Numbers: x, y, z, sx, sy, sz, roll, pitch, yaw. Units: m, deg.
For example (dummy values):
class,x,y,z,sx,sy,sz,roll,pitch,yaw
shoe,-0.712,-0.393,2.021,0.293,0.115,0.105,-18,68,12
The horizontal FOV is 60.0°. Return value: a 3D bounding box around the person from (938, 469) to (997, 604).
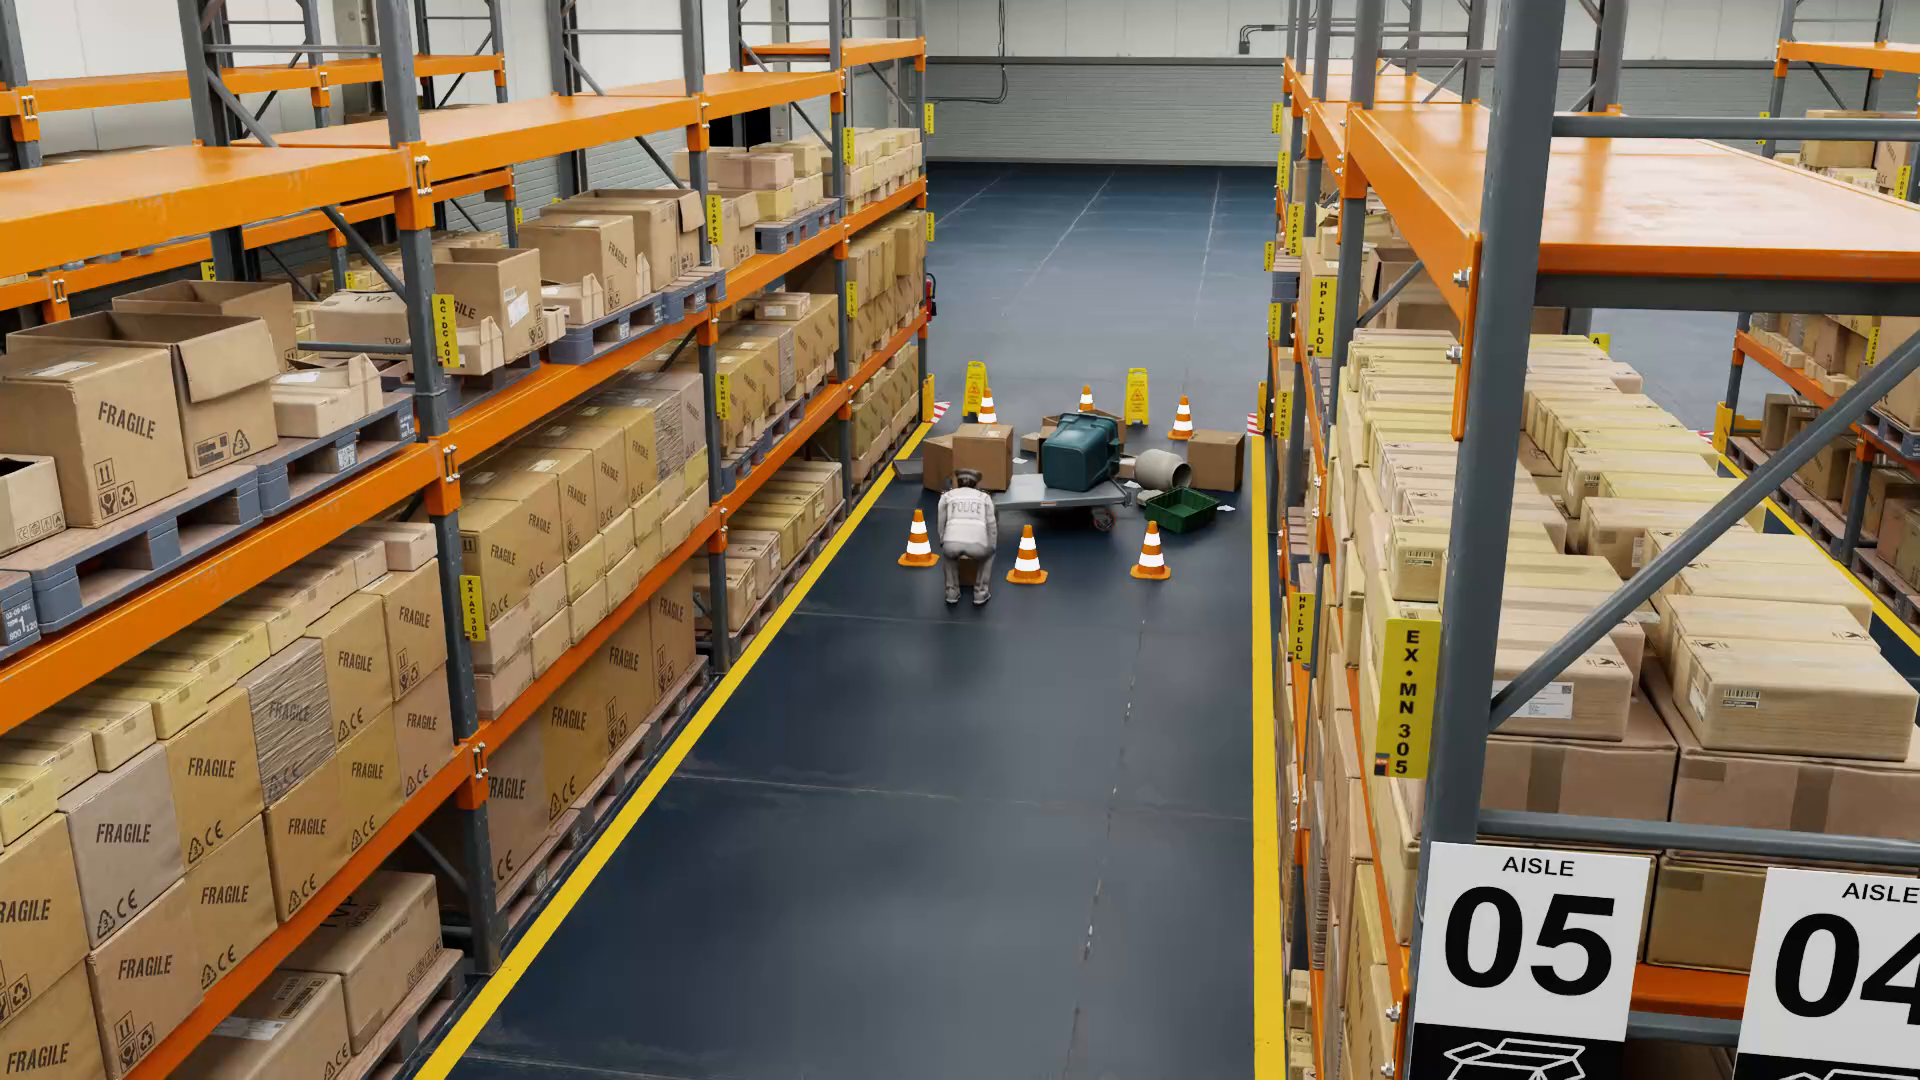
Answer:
class,x,y,z,sx,sy,sz,roll,pitch,yaw
person,0.041,-0.030,13.683,0.500,1.028,0.837,3,18,9
